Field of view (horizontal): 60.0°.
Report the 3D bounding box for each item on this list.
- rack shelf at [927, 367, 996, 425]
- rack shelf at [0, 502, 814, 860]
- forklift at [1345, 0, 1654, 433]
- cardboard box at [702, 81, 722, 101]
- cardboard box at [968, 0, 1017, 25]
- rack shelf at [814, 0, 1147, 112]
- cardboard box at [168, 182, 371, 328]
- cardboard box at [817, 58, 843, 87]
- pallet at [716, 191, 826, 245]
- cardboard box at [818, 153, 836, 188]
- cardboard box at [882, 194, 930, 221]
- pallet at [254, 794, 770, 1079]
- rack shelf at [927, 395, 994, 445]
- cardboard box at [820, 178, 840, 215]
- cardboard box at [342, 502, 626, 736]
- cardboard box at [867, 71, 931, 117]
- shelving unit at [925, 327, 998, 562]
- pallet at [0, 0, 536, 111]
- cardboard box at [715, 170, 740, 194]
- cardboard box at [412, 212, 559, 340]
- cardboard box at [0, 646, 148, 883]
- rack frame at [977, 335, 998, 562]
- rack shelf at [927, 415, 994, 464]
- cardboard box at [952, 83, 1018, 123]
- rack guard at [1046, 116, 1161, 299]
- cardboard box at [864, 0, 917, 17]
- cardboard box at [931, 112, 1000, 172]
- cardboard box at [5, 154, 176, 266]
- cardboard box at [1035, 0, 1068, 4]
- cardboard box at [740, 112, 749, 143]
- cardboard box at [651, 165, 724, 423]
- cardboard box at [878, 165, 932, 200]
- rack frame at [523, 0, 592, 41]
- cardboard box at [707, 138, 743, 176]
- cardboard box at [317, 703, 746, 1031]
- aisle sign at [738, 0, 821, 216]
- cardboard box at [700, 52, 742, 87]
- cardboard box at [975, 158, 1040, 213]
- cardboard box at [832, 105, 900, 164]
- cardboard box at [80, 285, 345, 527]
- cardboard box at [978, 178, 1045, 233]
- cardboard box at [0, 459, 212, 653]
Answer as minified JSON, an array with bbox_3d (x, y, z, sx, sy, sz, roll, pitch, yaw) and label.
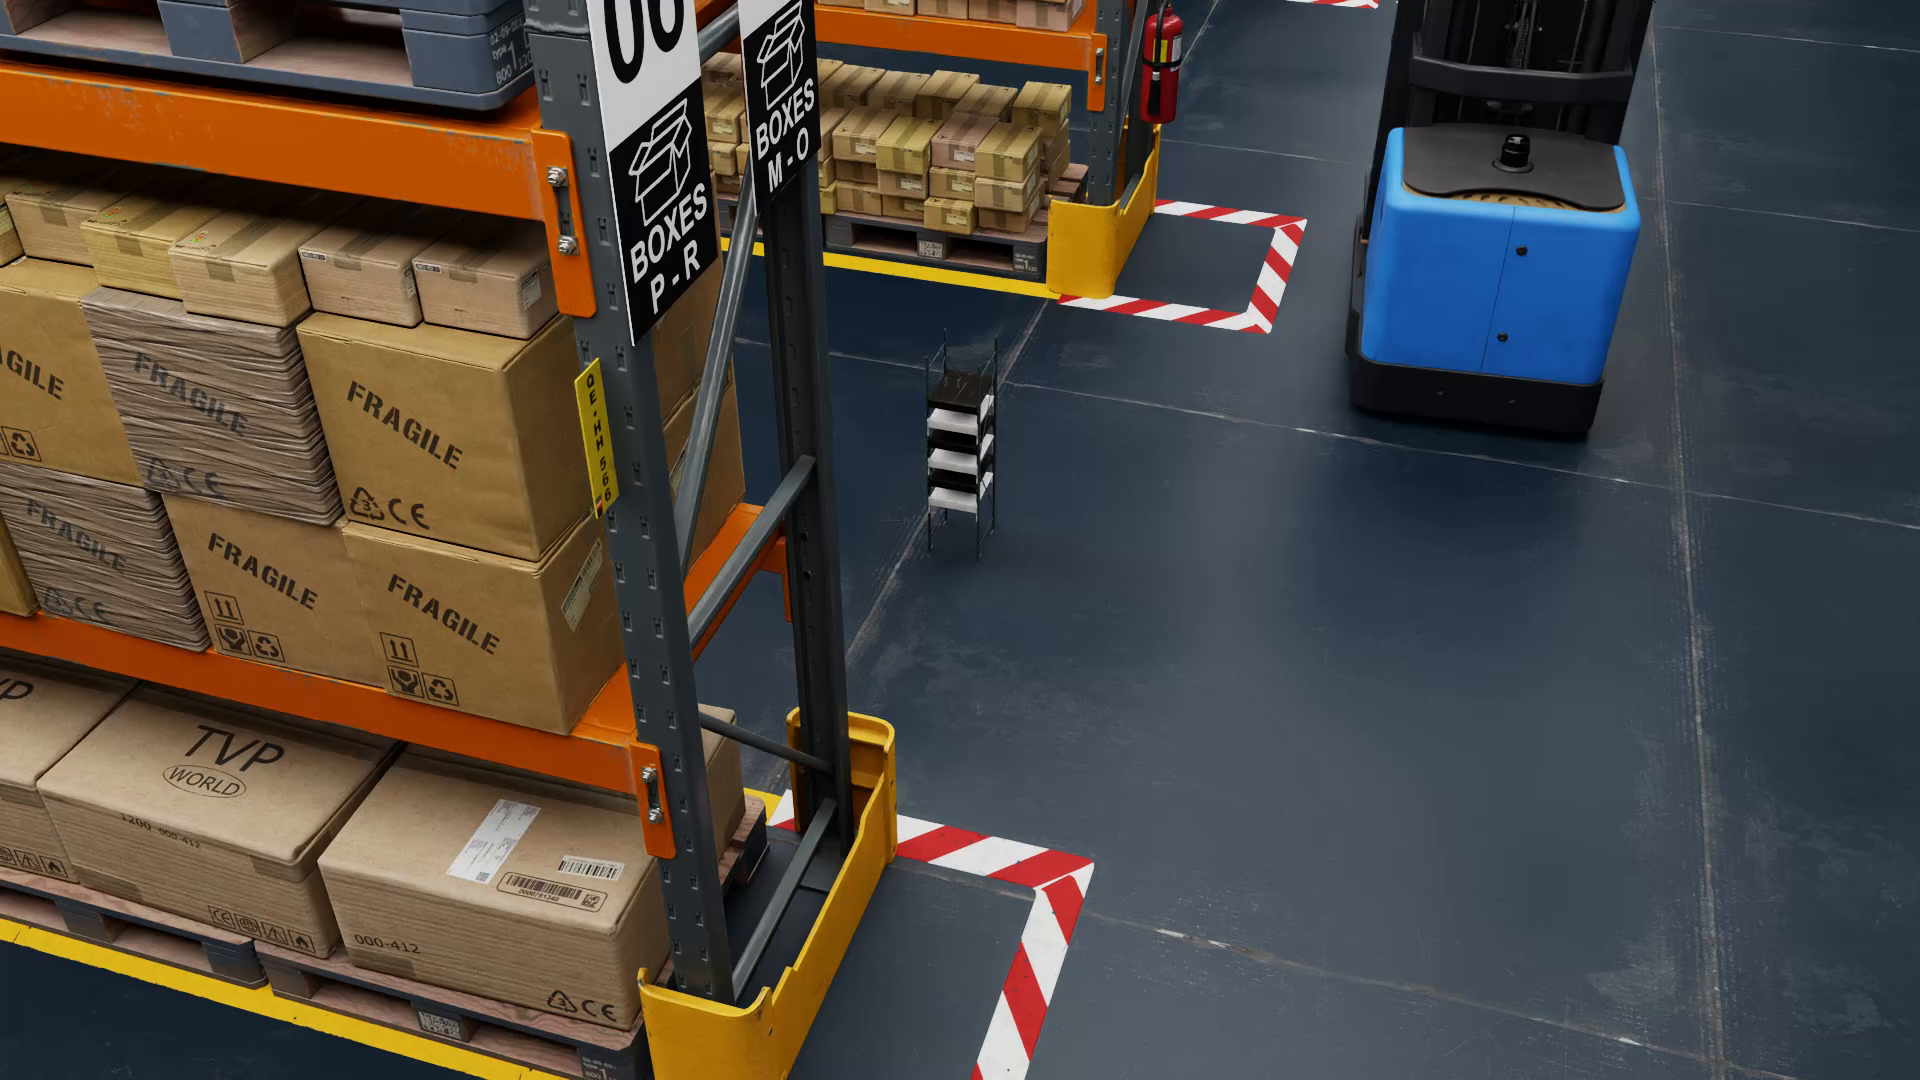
[{"bbox_3d":[0.008,-0.552,6.341,0.200,0.077,0.258,10,38,14],"label":"rack shelf"},{"bbox_3d":[-2.455,-0.007,4.836,4.000,0.370,1.077,10,38,14],"label":"rack shelf"},{"bbox_3d":[2.584,-2.521,7.702,1.130,2.935,3.031,8,37,10],"label":"forklift"},{"bbox_3d":[-1.457,-2.326,8.929,0.250,0.149,0.380,9,37,12],"label":"cardboard box"},{"bbox_3d":[0.212,-2.623,7.996,0.250,0.149,0.380,10,38,14],"label":"cardboard box"},{"bbox_3d":[-1.075,-2.825,8.665,4.000,0.370,1.077,10,38,14],"label":"rack shelf"},{"bbox_3d":[-1.469,-0.627,3.596,0.250,0.149,0.380,10,38,13],"label":"cardboard box"},{"bbox_3d":[-0.827,-2.528,9.204,0.250,0.149,0.380,11,38,15],"label":"cardboard box"},{"bbox_3d":[-1.164,-2.032,9.333,1.213,0.211,1.003,10,38,14],"label":"pallet"},{"bbox_3d":[-0.750,-2.009,8.749,0.250,0.149,0.380,11,38,15],"label":"cardboard box"},{"bbox_3d":[-0.233,-1.841,8.772,0.250,0.149,0.380,10,38,14],"label":"cardboard box"},{"bbox_3d":[-1.332,1.083,5.101,1.213,0.211,1.003,10,38,14],"label":"pallet"},{"bbox_3d":[0.008,-0.479,6.394,0.200,0.077,0.258,10,38,14],"label":"rack shelf"},{"bbox_3d":[-0.735,-1.887,8.834,0.250,0.149,0.380,9,37,12],"label":"cardboard box"},{"bbox_3d":[-1.085,0.081,4.025,0.500,0.500,0.500,11,38,14],"label":"cardboard box"},{"bbox_3d":[-0.328,-2.402,9.031,0.250,0.149,0.380,9,37,12],"label":"cardboard box"},{"bbox_3d":[0.008,-0.361,6.481,0.210,0.900,0.258,10,38,14],"label":"shelving unit"},{"bbox_3d":[-1.257,-1.241,3.449,1.213,0.211,1.003,10,38,14],"label":"pallet"},{"bbox_3d":[-1.208,-2.034,9.034,0.250,0.149,0.380,12,38,15],"label":"cardboard box"},{"bbox_3d":[-0.948,-0.597,3.556,0.250,0.149,0.380,11,38,15],"label":"cardboard box"},{"bbox_3d":[-2.942,0.542,5.290,0.875,0.438,0.875,9,37,13],"label":"cardboard box"},{"bbox_3d":[0.105,-0.343,6.457,0.006,0.900,0.240,10,38,14],"label":"rack frame"},{"bbox_3d":[0.008,-0.407,6.448,0.200,0.077,0.258,10,38,14],"label":"rack shelf"},{"bbox_3d":[0.136,-2.288,8.877,0.250,0.149,0.380,11,38,15],"label":"cardboard box"},{"bbox_3d":[0.761,-1.768,8.731,0.348,0.500,1.175,10,38,14],"label":"rack guard"},{"bbox_3d":[-0.282,-2.691,8.088,0.250,0.149,0.380,11,38,15],"label":"cardboard box"},{"bbox_3d":[0.030,-2.049,8.553,0.250,0.149,0.380,11,38,15],"label":"cardboard box"},{"bbox_3d":[-1.926,-0.781,3.805,0.250,0.149,0.380,10,38,13],"label":"cardboard box"},{"bbox_3d":[0.328,-2.855,7.764,0.500,0.500,0.500,11,38,15],"label":"cardboard box"},{"bbox_3d":[-0.975,-2.230,8.798,0.250,0.149,0.380,9,37,12],"label":"cardboard box"},{"bbox_3d":[-0.919,-0.632,4.150,0.500,0.500,0.500,10,37,13],"label":"cardboard box"},{"bbox_3d":[-0.252,-1.925,8.635,0.250,0.149,0.380,9,37,12],"label":"cardboard box"},{"bbox_3d":[-0.546,-2.359,2.364,0.127,3.000,1.000,10,38,14],"label":"rack frame"},{"bbox_3d":[-1.260,-2.098,8.870,0.250,0.149,0.380,11,38,14],"label":"cardboard box"},{"bbox_3d":[-1.206,0.860,4.859,0.875,0.438,0.875,9,37,12],"label":"cardboard box"},{"bbox_3d":[-0.391,-1.141,3.577,0.004,0.787,0.394,10,38,14],"label":"aisle sign"},{"bbox_3d":[-1.300,-2.625,9.334,0.250,0.149,0.380,9,37,12],"label":"cardboard box"},{"bbox_3d":[0.245,-1.834,8.511,0.250,0.149,0.380,10,37,13],"label":"cardboard box"},{"bbox_3d":[-0.483,-2.105,8.628,0.250,0.149,0.380,9,37,12],"label":"cardboard box"},{"bbox_3d":[-1.585,-0.412,3.852,0.500,0.500,0.500,11,38,14],"label":"cardboard box"},{"bbox_3d":[0.269,-1.758,8.658,0.250,0.149,0.380,11,38,15],"label":"cardboard box"},{"bbox_3d":[-2.054,-0.101,4.273,0.500,0.500,0.500,12,38,15],"label":"cardboard box"}]
